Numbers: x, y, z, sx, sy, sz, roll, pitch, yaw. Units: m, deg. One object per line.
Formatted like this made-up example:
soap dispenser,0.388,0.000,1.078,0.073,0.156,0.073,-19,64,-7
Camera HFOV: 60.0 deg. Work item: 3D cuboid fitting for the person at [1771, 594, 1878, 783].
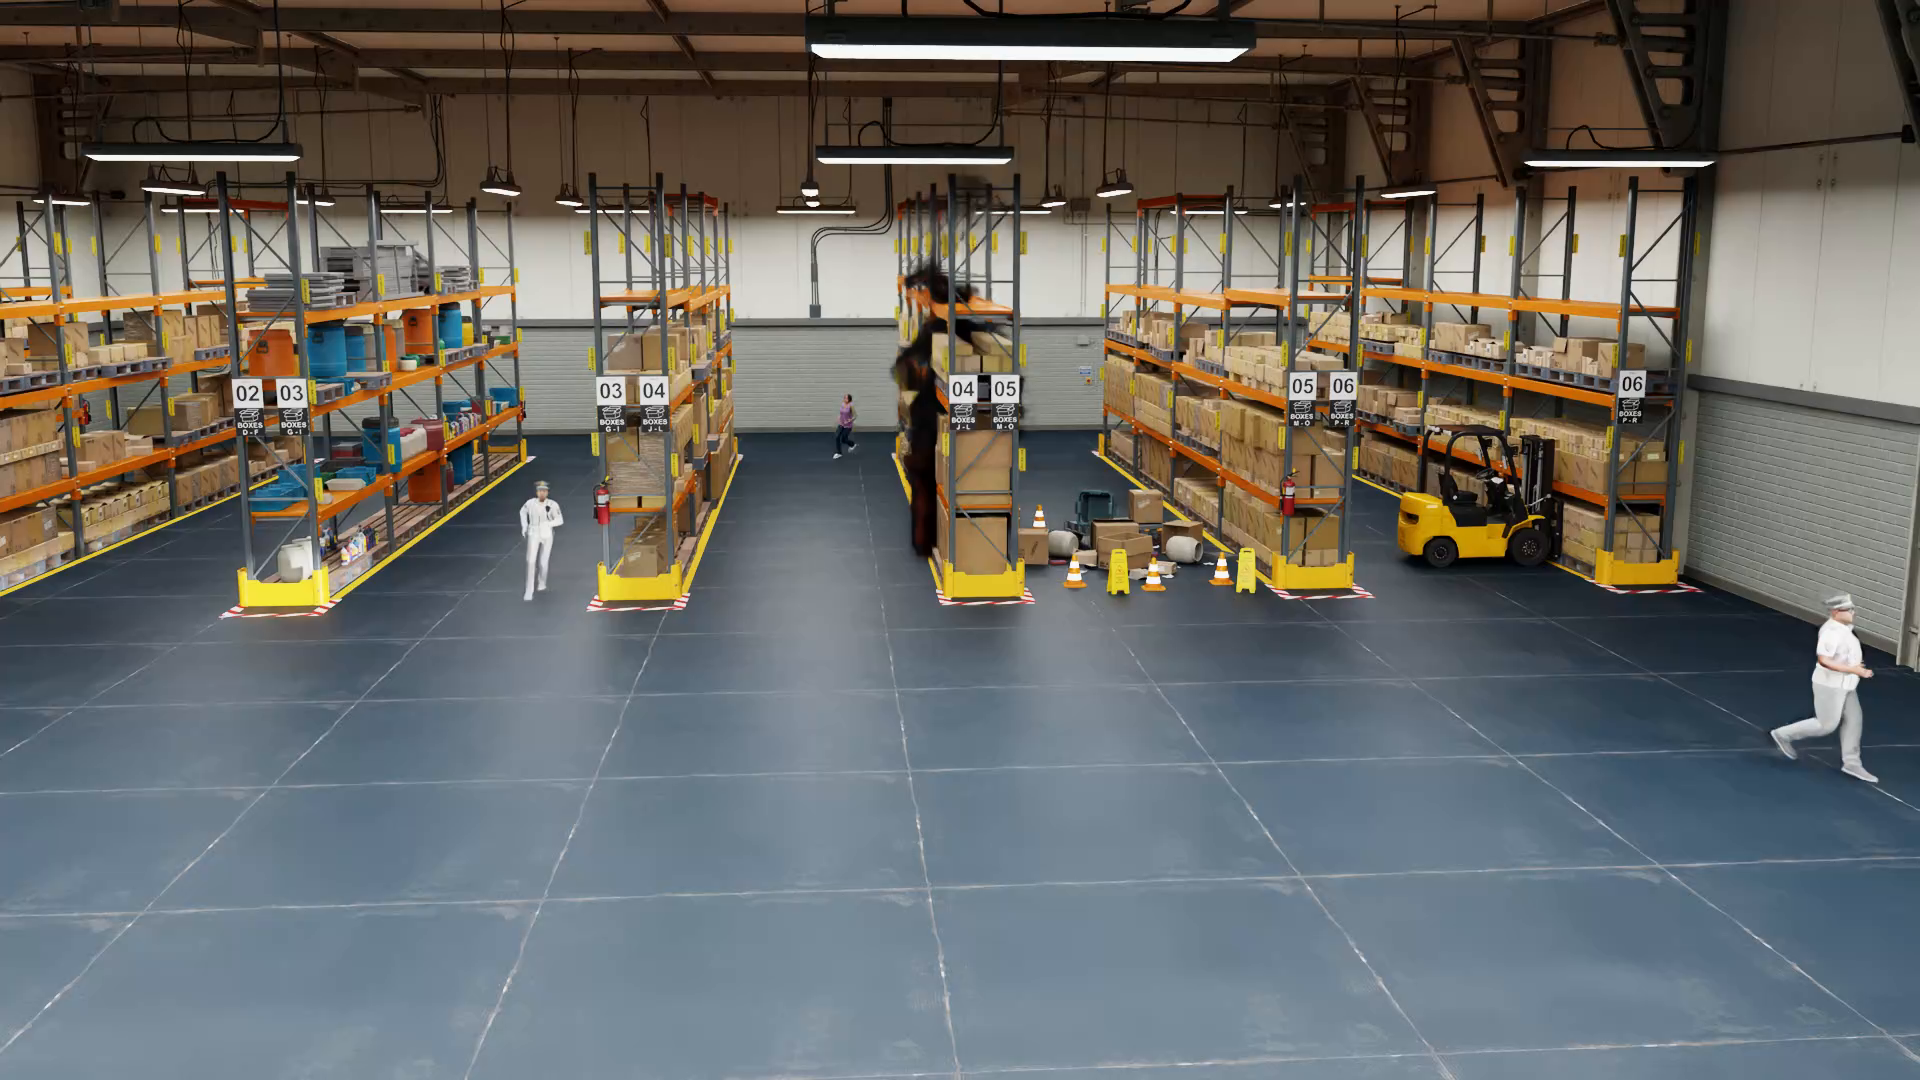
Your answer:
person,8.316,1.375,15.866,0.944,1.790,0.664,9,14,42

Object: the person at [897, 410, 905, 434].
person,-1.247,-2.979,40.645,0.584,1.737,0.686,-3,11,-19

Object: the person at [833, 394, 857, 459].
person,-2.691,-2.725,39.739,0.582,1.552,0.685,8,13,37

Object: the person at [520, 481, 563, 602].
person,-6.034,-0.010,24.023,0.621,1.729,0.770,-2,10,-10
